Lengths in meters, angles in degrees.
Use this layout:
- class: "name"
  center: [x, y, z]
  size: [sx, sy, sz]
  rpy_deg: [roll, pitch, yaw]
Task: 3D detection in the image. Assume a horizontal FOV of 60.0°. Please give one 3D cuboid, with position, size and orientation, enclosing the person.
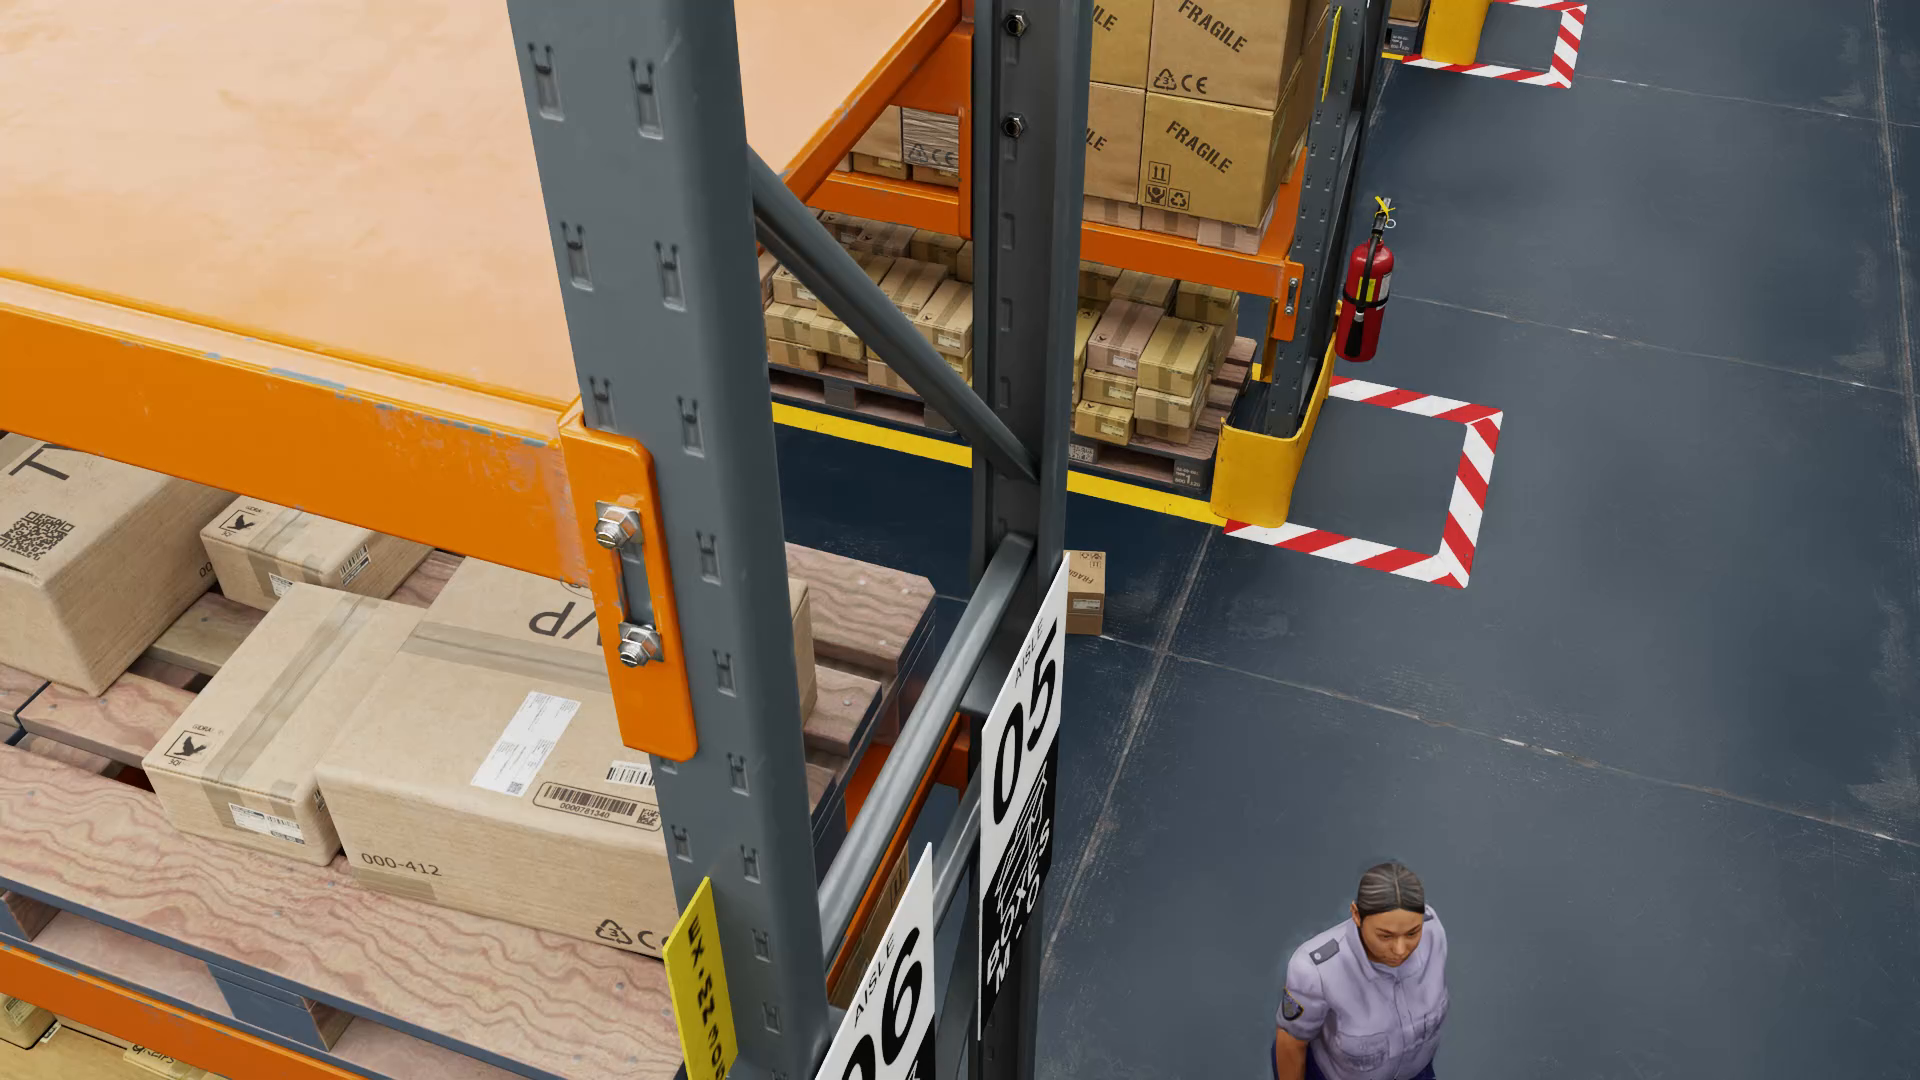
- class: "person"
  center: [1.084, 1.515, 4.541]
  size: [0.518, 1.592, 0.484]
  rpy_deg: [-14, 44, -15]
